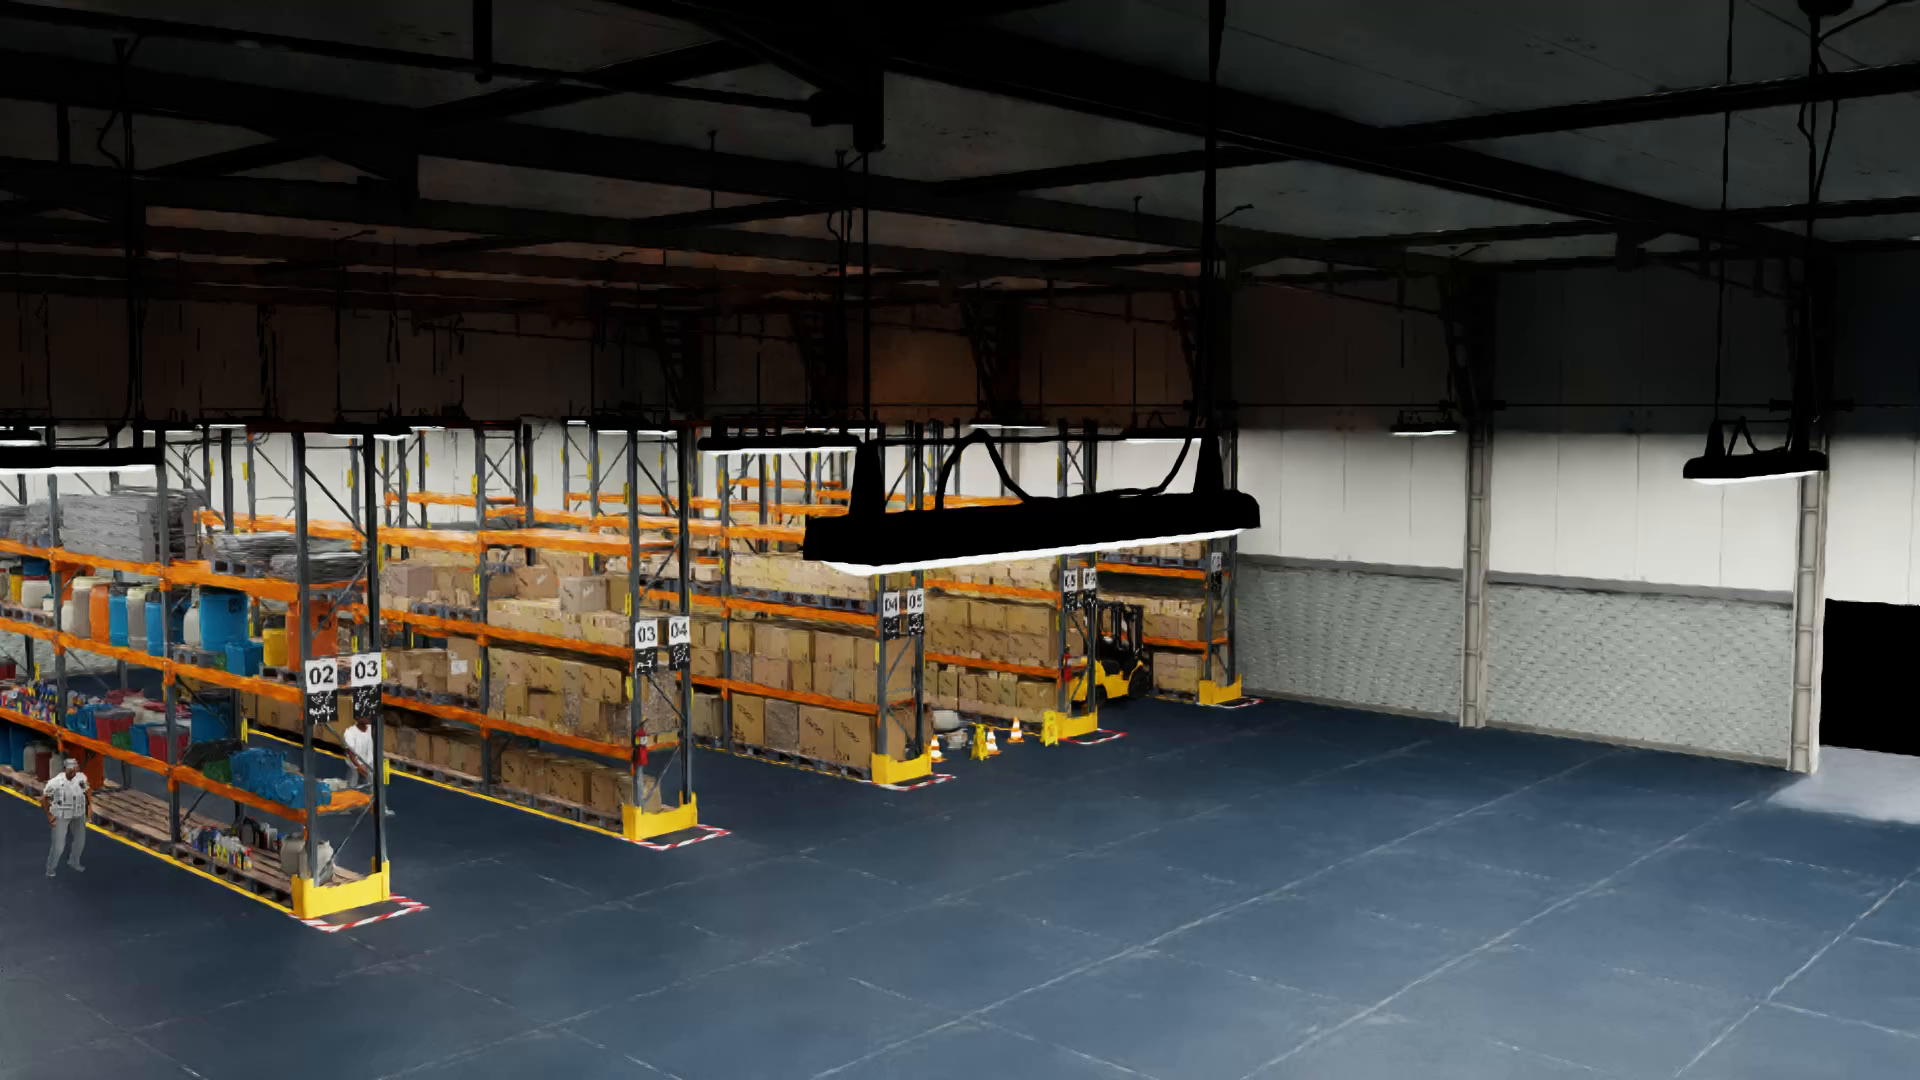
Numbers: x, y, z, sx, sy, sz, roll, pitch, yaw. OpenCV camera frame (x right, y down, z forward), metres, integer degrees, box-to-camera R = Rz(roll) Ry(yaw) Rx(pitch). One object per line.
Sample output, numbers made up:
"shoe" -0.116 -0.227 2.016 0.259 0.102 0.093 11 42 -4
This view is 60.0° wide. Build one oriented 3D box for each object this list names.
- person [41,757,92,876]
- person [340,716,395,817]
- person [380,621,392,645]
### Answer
"person" -11.997 3.708 22.377 0.575 1.607 0.625 4 6 39
"person" -9.130 3.396 25.380 1.033 1.706 0.571 3 6 34
"person" -12.333 2.567 35.474 1.193 1.698 0.598 4 6 44
